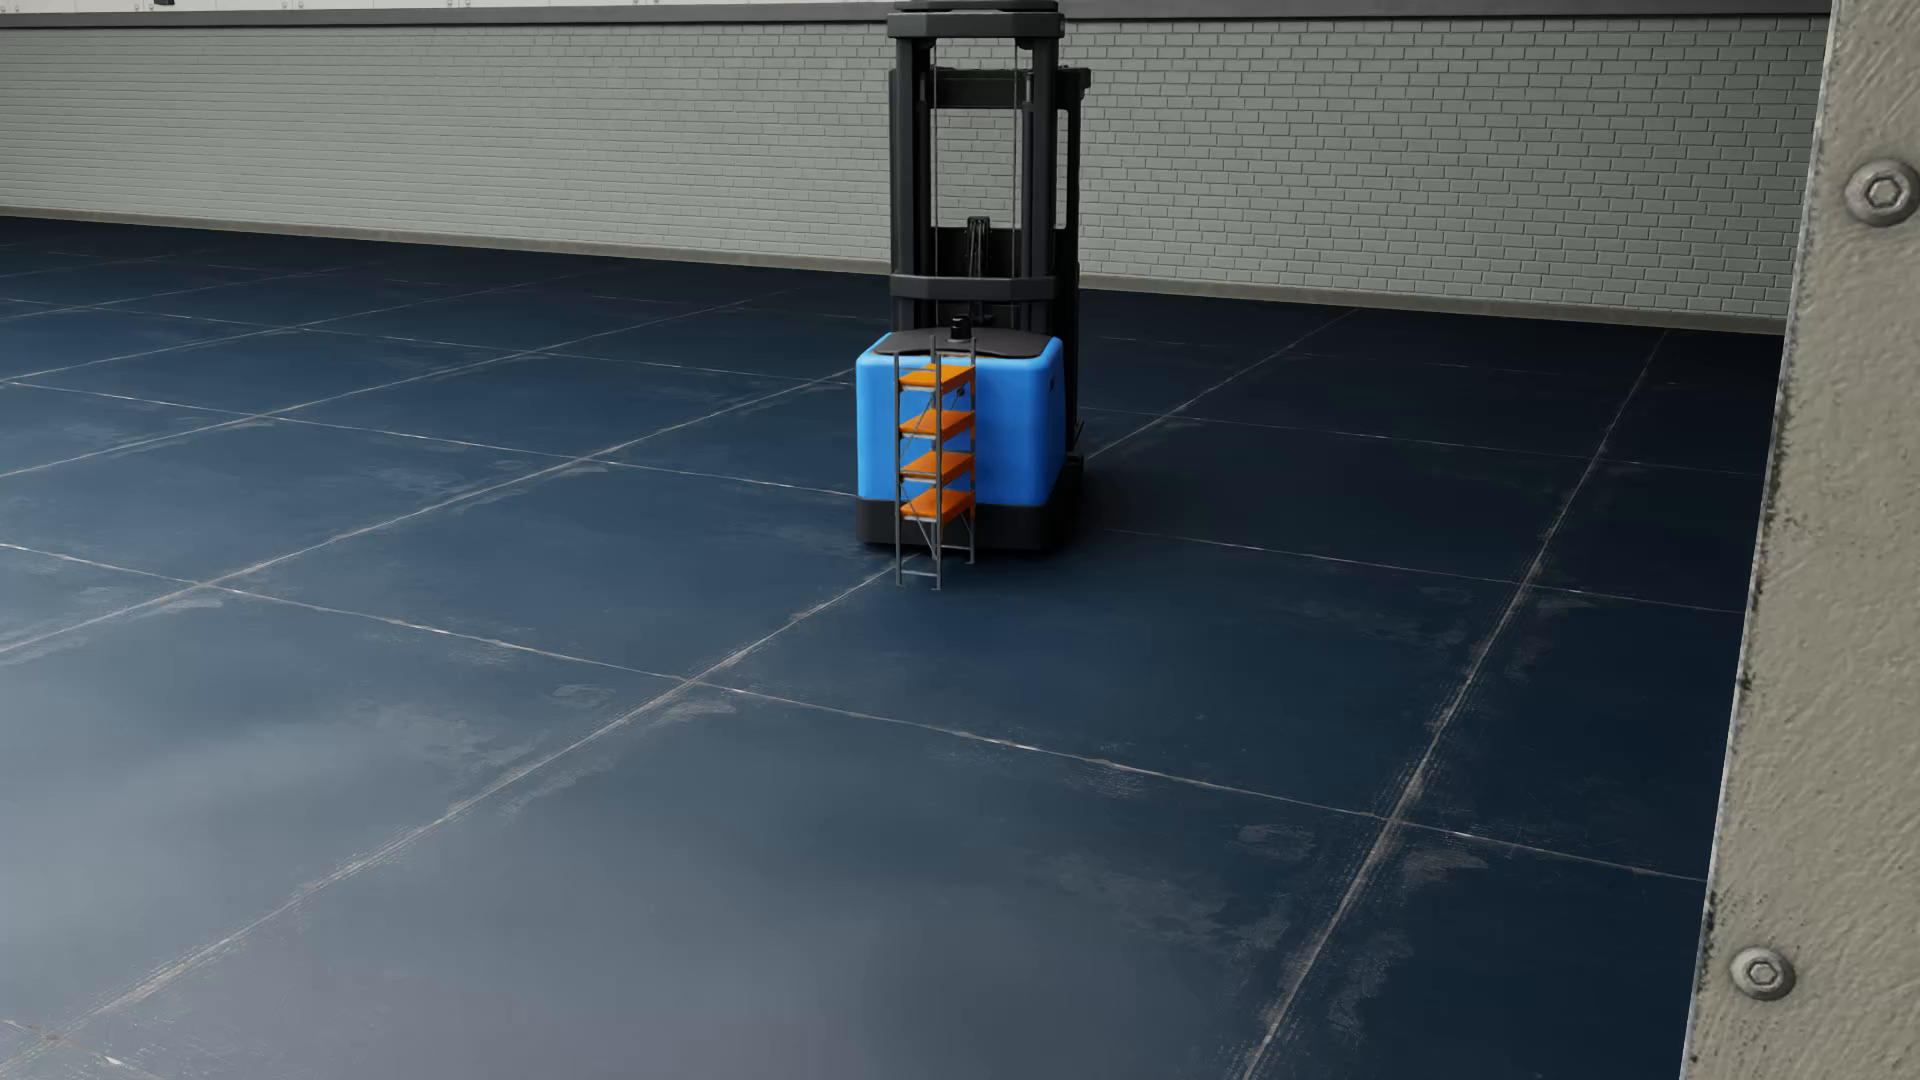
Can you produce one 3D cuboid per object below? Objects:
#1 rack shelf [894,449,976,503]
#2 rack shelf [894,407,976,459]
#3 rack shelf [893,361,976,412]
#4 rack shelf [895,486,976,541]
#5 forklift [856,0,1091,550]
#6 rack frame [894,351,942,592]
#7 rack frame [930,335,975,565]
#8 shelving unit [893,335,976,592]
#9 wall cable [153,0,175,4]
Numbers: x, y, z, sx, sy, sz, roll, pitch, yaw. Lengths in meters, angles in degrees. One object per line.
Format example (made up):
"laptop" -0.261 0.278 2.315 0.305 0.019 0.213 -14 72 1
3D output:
"rack shelf" -0.122 -0.329 8.440 0.258 0.148 0.480 6 18 20
"rack shelf" -0.122 -0.544 8.377 0.258 0.148 0.480 6 18 20
"rack shelf" -0.122 -0.771 8.309 0.258 0.148 0.480 6 18 20
"rack shelf" -0.122 -0.139 8.497 0.258 0.148 0.480 6 18 20
"forklift" 0.178 -1.728 9.871 1.130 2.935 3.031 3 17 9
"rack frame" -0.207 -0.329 8.202 0.240 1.200 0.015 6 18 20
"rack frame" -0.036 -0.459 8.641 0.240 1.200 0.015 6 18 20
"shelving unit" -0.122 -0.394 8.421 0.258 1.200 0.503 6 18 20
"wall cable" -10.593 -10.475 22.691 2.305 6.003 0.169 8 18 25
